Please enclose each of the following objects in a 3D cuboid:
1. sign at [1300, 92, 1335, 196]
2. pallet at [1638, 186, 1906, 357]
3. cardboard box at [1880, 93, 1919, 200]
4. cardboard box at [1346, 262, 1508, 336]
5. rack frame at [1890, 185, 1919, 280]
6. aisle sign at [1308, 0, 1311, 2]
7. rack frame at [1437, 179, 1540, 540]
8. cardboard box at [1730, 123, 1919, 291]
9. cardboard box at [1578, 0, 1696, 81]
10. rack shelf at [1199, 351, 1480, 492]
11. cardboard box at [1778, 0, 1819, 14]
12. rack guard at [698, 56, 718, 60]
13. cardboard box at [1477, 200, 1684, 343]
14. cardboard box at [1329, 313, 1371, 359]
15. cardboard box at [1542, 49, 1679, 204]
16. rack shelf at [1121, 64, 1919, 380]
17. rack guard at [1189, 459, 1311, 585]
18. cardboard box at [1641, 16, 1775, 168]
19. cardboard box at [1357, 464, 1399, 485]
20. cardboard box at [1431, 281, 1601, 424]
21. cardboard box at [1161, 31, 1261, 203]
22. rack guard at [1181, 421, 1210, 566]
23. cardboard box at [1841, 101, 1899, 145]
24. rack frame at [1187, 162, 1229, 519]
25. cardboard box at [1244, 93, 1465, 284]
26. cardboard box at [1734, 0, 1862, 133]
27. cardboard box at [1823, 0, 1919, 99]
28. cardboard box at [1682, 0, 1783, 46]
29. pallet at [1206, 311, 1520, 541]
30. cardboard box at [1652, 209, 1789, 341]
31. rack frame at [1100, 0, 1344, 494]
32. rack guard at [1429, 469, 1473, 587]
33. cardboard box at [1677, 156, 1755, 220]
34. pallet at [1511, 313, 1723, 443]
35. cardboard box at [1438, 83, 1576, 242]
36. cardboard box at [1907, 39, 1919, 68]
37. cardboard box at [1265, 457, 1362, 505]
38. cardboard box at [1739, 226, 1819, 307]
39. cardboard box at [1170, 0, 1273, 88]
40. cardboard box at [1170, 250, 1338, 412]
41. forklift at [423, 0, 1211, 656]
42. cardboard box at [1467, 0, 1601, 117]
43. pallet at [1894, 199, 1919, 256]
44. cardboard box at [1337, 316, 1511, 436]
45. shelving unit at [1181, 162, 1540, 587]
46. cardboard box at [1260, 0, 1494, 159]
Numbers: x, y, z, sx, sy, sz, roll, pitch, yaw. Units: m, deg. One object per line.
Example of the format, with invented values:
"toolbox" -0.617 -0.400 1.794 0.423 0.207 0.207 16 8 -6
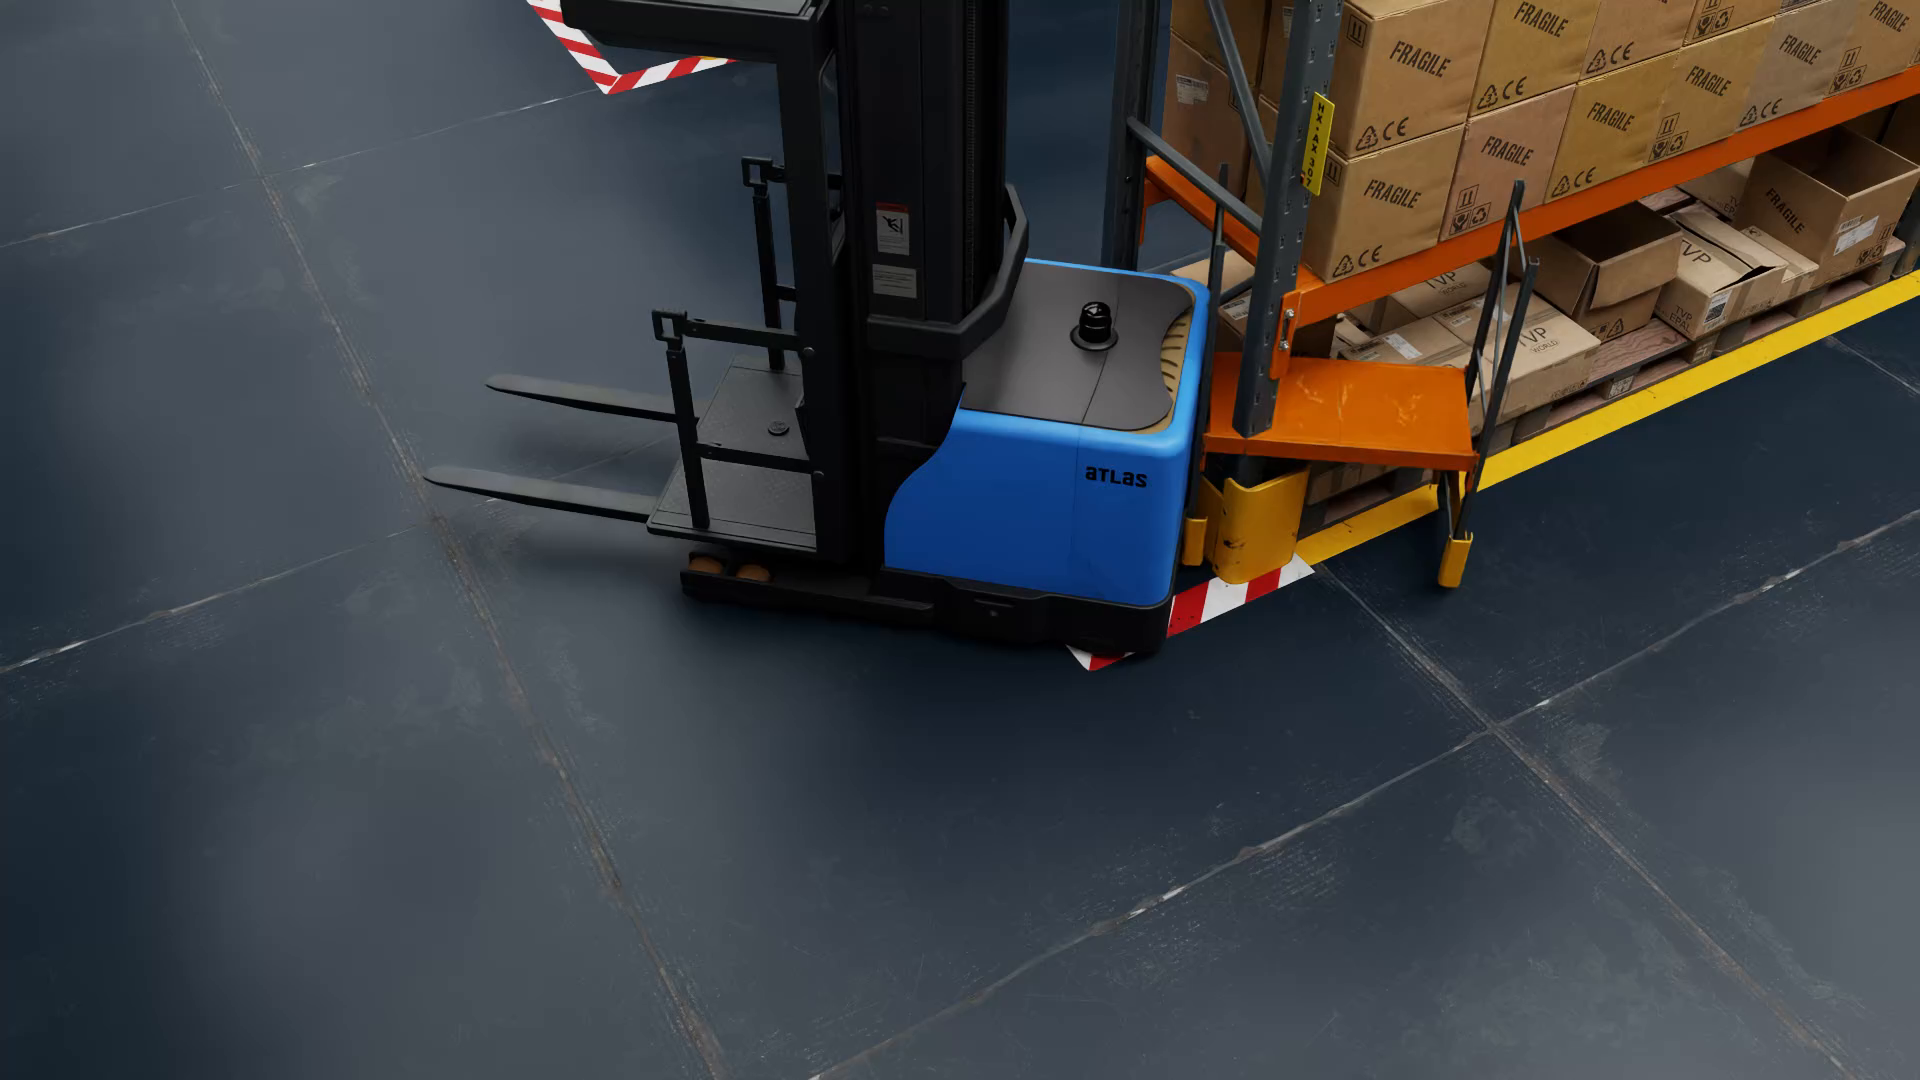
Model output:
"sign" 1.127 -1.252 5.265 0.005 0.325 0.100 -22 48 -21
"pallet" 3.729 -1.418 8.060 1.213 0.211 1.003 -22 48 -21
"cardboard box" 4.866 -1.938 8.073 0.500 0.500 0.500 -24 49 -23
"cardboard box" 2.044 -1.089 7.377 0.500 0.250 0.500 -22 48 -21
"rack frame" 4.325 -2.657 7.334 0.127 3.000 1.000 -22 48 -21
"aisle sign" 0.944 -2.001 4.791 0.004 0.787 0.394 -22 48 -21
"rack frame" 1.927 -0.551 6.136 0.032 1.500 0.500 5 46 6
"cardboard box" 3.973 -1.549 7.671 0.500 0.500 0.500 -22 48 -21
"cardboard box" 2.259 -2.015 5.883 0.500 0.500 0.500 -21 48 -20
"rack shelf" 1.428 -0.466 6.321 1.000 0.185 0.538 5 46 6
"cardboard box" 3.136 -2.366 6.244 0.500 0.500 0.500 -21 48 -21
"rack guard" -1.622 -3.348 9.841 0.348 0.500 1.175 -22 48 -21
"cardboard box" 2.699 -1.264 7.375 0.637 0.503 0.797 -22 48 -21
"cardboard box" 1.602 -0.834 7.174 0.250 0.166 0.380 -22 48 -21
"cardboard box" 2.254 -1.654 6.229 0.500 0.500 0.500 -22 48 -21
"rack shelf" 2.591 -1.705 6.869 4.000 0.370 1.077 -22 48 -21
"rack guard" 0.923 -0.398 6.802 0.348 0.500 1.175 -22 48 -21
"cardboard box" 2.689 -1.827 6.407 0.500 0.500 0.500 -21 48 -20
"cardboard box" 1.608 -0.435 6.763 0.250 0.166 0.380 -22 48 -21
"cardboard box" 2.337 -0.805 7.084 0.500 0.250 0.500 -22 48 -21
"cardboard box" 1.110 -1.625 6.199 0.500 0.500 0.500 -20 48 -20
"rack guard" 0.954 -0.194 6.693 0.087 0.250 0.587 5 46 6
"cardboard box" 4.610 -2.262 8.406 0.500 0.500 0.500 -22 48 -21
"rack frame" 0.920 -0.634 6.249 0.032 1.500 0.500 5 46 6
"cardboard box" 1.373 -1.300 5.864 0.500 0.500 0.500 -21 48 -20
"cardboard box" 3.129 -2.005 6.590 0.500 0.500 0.500 -21 48 -20
"cardboard box" 3.573 -2.185 6.776 0.500 0.500 0.500 -21 48 -20
"cardboard box" 2.699 -2.192 6.065 0.500 0.500 0.500 -22 48 -21
"pallet" 1.614 -0.572 7.188 1.213 0.211 1.003 -22 48 -21
"cardboard box" 3.322 -1.221 7.469 0.500 0.311 0.500 -22 48 -21
"rack frame" 0.857 -1.269 5.904 0.127 3.000 1.000 -22 48 -21
"rack guard" 1.940 -0.113 6.582 0.087 0.250 0.587 5 46 6
"cardboard box" 3.854 -1.835 8.102 0.500 0.311 0.500 -22 48 -21
"pallet" 2.670 -0.992 7.621 1.213 0.211 1.003 -22 48 -21
"cardboard box" 1.818 -1.482 6.051 0.500 0.500 0.500 -22 48 -21
"cardboard box" 4.020 -2.364 6.961 0.500 0.500 0.500 -21 48 -20
"cardboard box" 1.391 -0.342 6.679 0.250 0.149 0.380 -22 48 -21
"cardboard box" 3.677 -1.256 7.622 0.250 0.149 0.380 -22 48 -21
"cardboard box" 1.106 -1.984 5.851 0.500 0.500 0.500 -22 48 -21
"cardboard box" 1.206 -0.867 6.969 0.500 0.500 0.500 -22 48 -21
"forklift" -0.613 -1.145 5.825 3.031 2.935 1.130 9 45 9
"cardboard box" 1.823 -1.844 5.707 0.500 0.500 0.500 -21 48 -21
"pallet" 5.012 -1.961 8.619 1.213 0.211 1.003 -22 48 -21
"cardboard box" 1.903 -0.631 6.905 0.500 0.250 0.500 -22 48 -21
"shelving unit" 1.433 -0.591 6.192 1.083 1.500 0.587 5 46 6
"cardboard box" 1.373 -1.659 5.515 0.500 0.500 0.500 -20 48 -20
